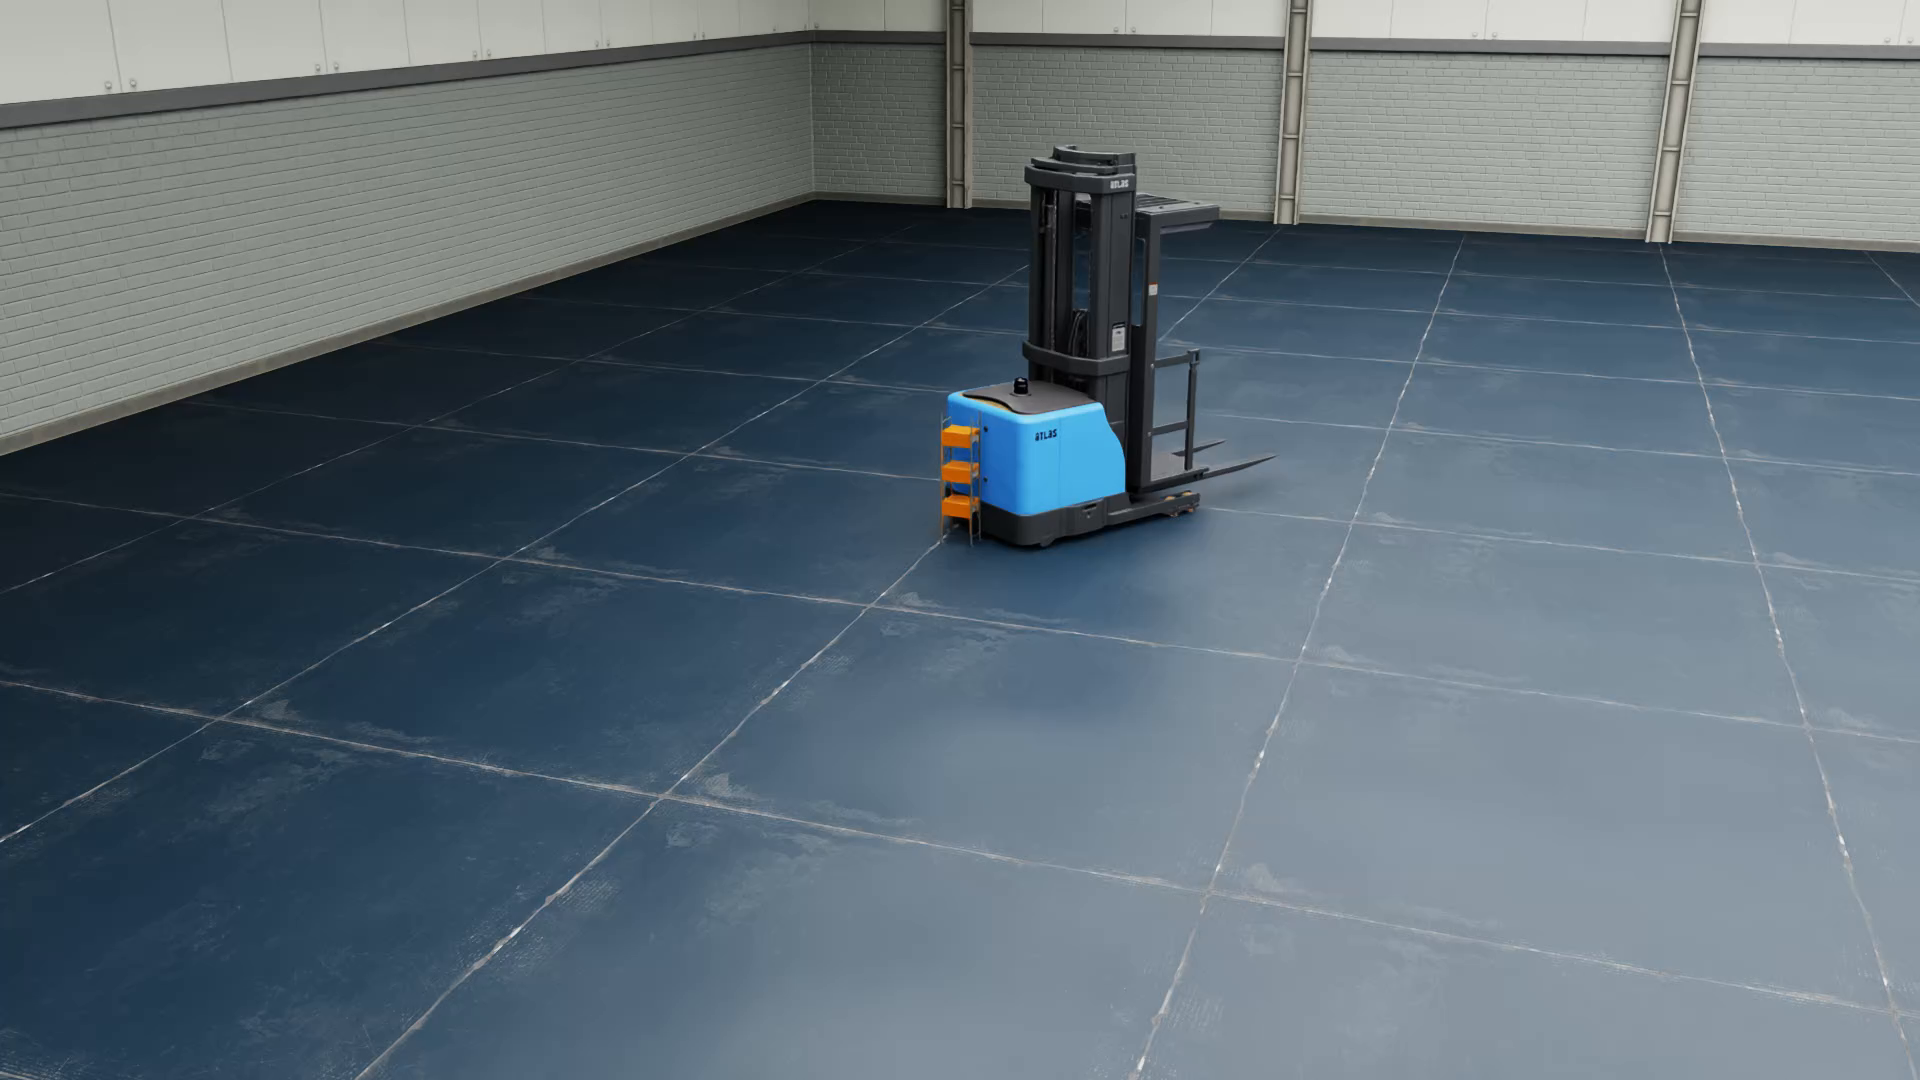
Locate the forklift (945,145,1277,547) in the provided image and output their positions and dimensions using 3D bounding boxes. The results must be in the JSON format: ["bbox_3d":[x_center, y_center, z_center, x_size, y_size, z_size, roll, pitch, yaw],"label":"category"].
[{"bbox_3d":[1.363,-1.699,13.496,3.031,2.935,1.130,-14,24,-35],"label":"forklift"}]

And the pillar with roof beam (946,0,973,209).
[{"bbox_3d":[-1.420,-9.055,25.383,0.400,9.000,9.100,7,20,18],"label":"pillar with roof beam"}]

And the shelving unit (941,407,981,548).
[{"bbox_3d":[0.008,-0.482,12.864,0.252,1.050,0.215,8,21,21],"label":"shelving unit"}]

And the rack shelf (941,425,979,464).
[{"bbox_3d":[0.008,-0.740,12.774,0.240,0.259,0.215,8,21,21],"label":"rack shelf"}]

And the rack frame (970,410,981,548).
[{"bbox_3d":[0.120,-0.467,12.820,0.008,1.050,0.200,8,21,21],"label":"rack frame"}]

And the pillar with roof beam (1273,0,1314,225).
[{"bbox_3d":[4.248,-8.407,23.524,0.400,9.000,9.100,7,20,18],"label":"pillar with roof beam"}]

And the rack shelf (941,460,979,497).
[{"bbox_3d":[0.008,-0.472,12.867,0.240,0.259,0.215,8,21,21],"label":"rack shelf"}]

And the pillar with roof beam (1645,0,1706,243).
[{"bbox_3d":[9.916,-7.759,21.665,0.400,9.000,9.100,7,20,18],"label":"pillar with roof beam"}]

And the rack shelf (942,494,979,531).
[{"bbox_3d":[0.008,-0.209,12.959,0.240,0.259,0.215,8,21,21],"label":"rack shelf"}]

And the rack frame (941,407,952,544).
[{"bbox_3d":[-0.105,-0.497,12.908,0.008,1.050,0.200,8,21,21],"label":"rack frame"}]
